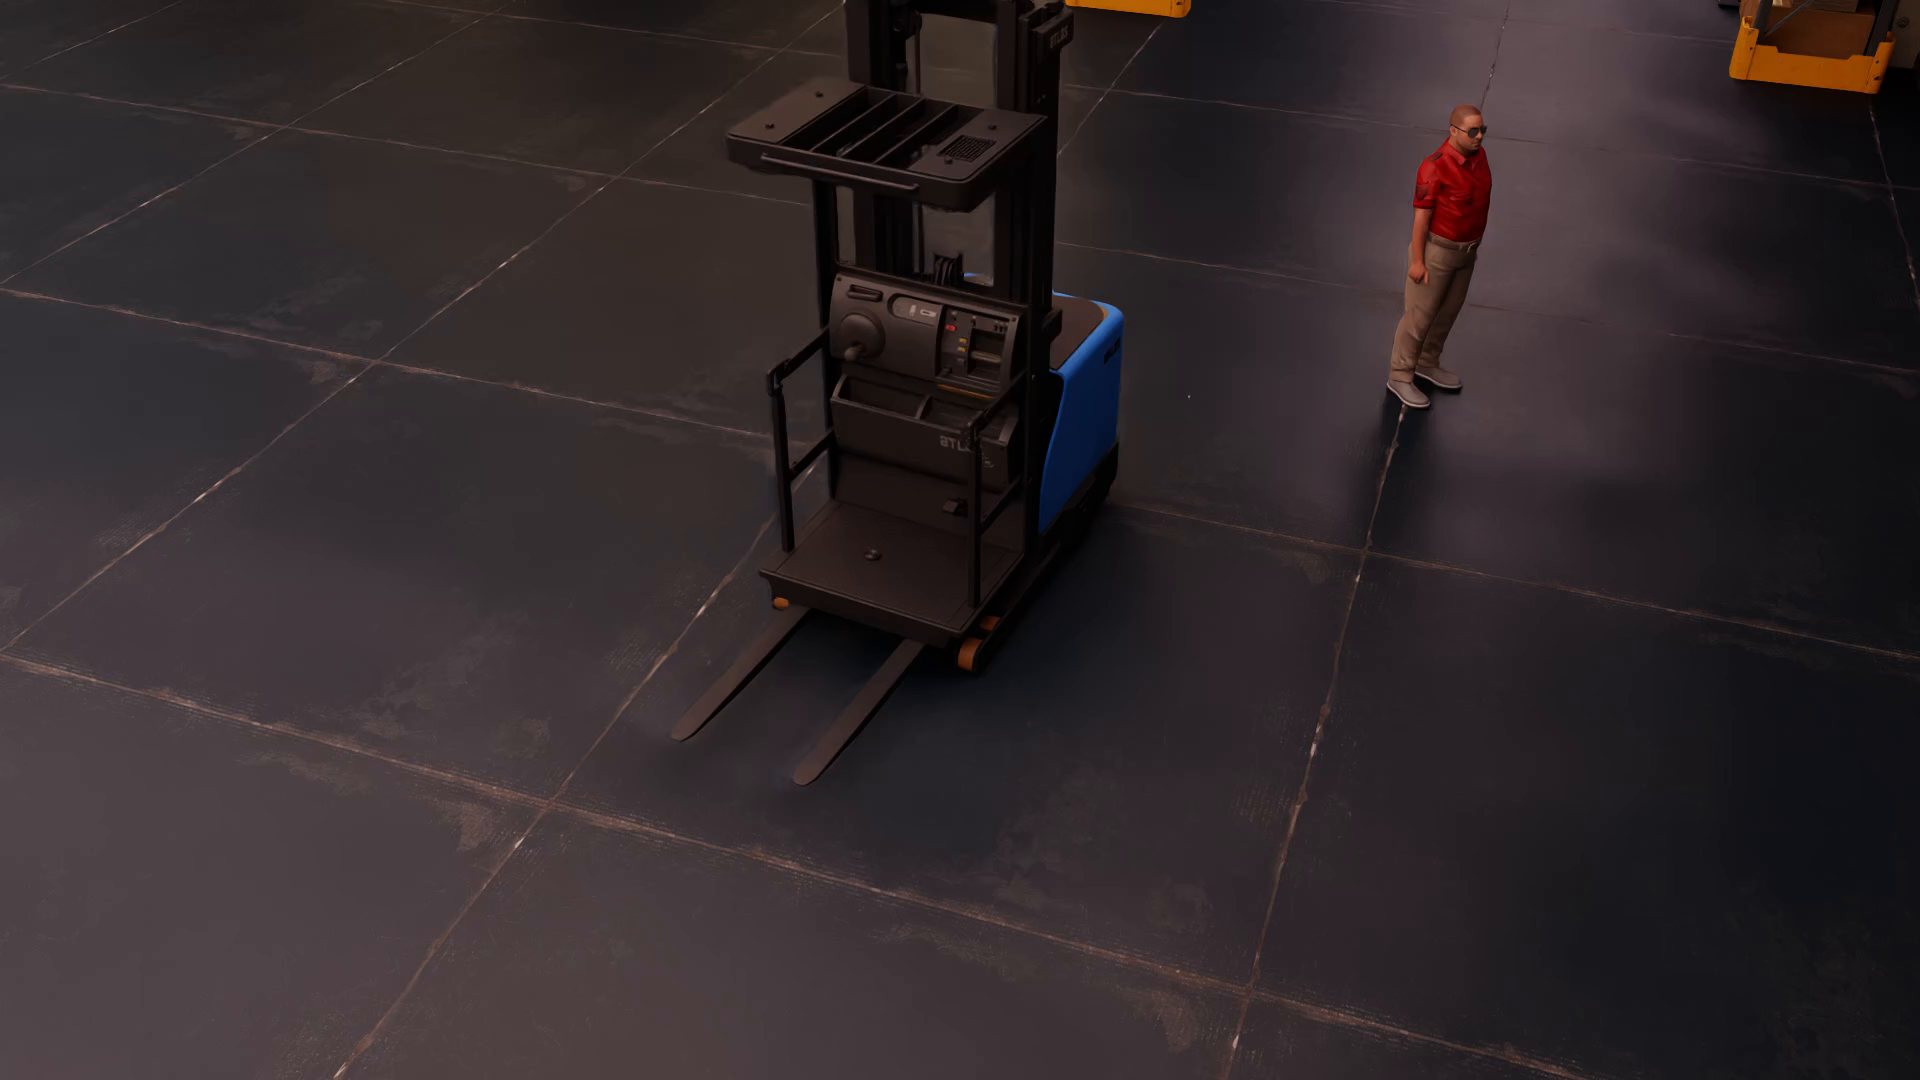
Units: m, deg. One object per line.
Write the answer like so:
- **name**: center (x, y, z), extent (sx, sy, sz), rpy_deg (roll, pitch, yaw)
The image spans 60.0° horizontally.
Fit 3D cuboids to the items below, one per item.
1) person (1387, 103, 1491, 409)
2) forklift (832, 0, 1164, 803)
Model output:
- **person**: center (2.762, -1.625, 9.446), extent (0.527, 1.728, 0.386), rpy_deg (-26, 43, -32)
- **forklift**: center (0.167, -0.843, 7.299), extent (1.130, 2.935, 3.031), rpy_deg (-8, 36, -11)
